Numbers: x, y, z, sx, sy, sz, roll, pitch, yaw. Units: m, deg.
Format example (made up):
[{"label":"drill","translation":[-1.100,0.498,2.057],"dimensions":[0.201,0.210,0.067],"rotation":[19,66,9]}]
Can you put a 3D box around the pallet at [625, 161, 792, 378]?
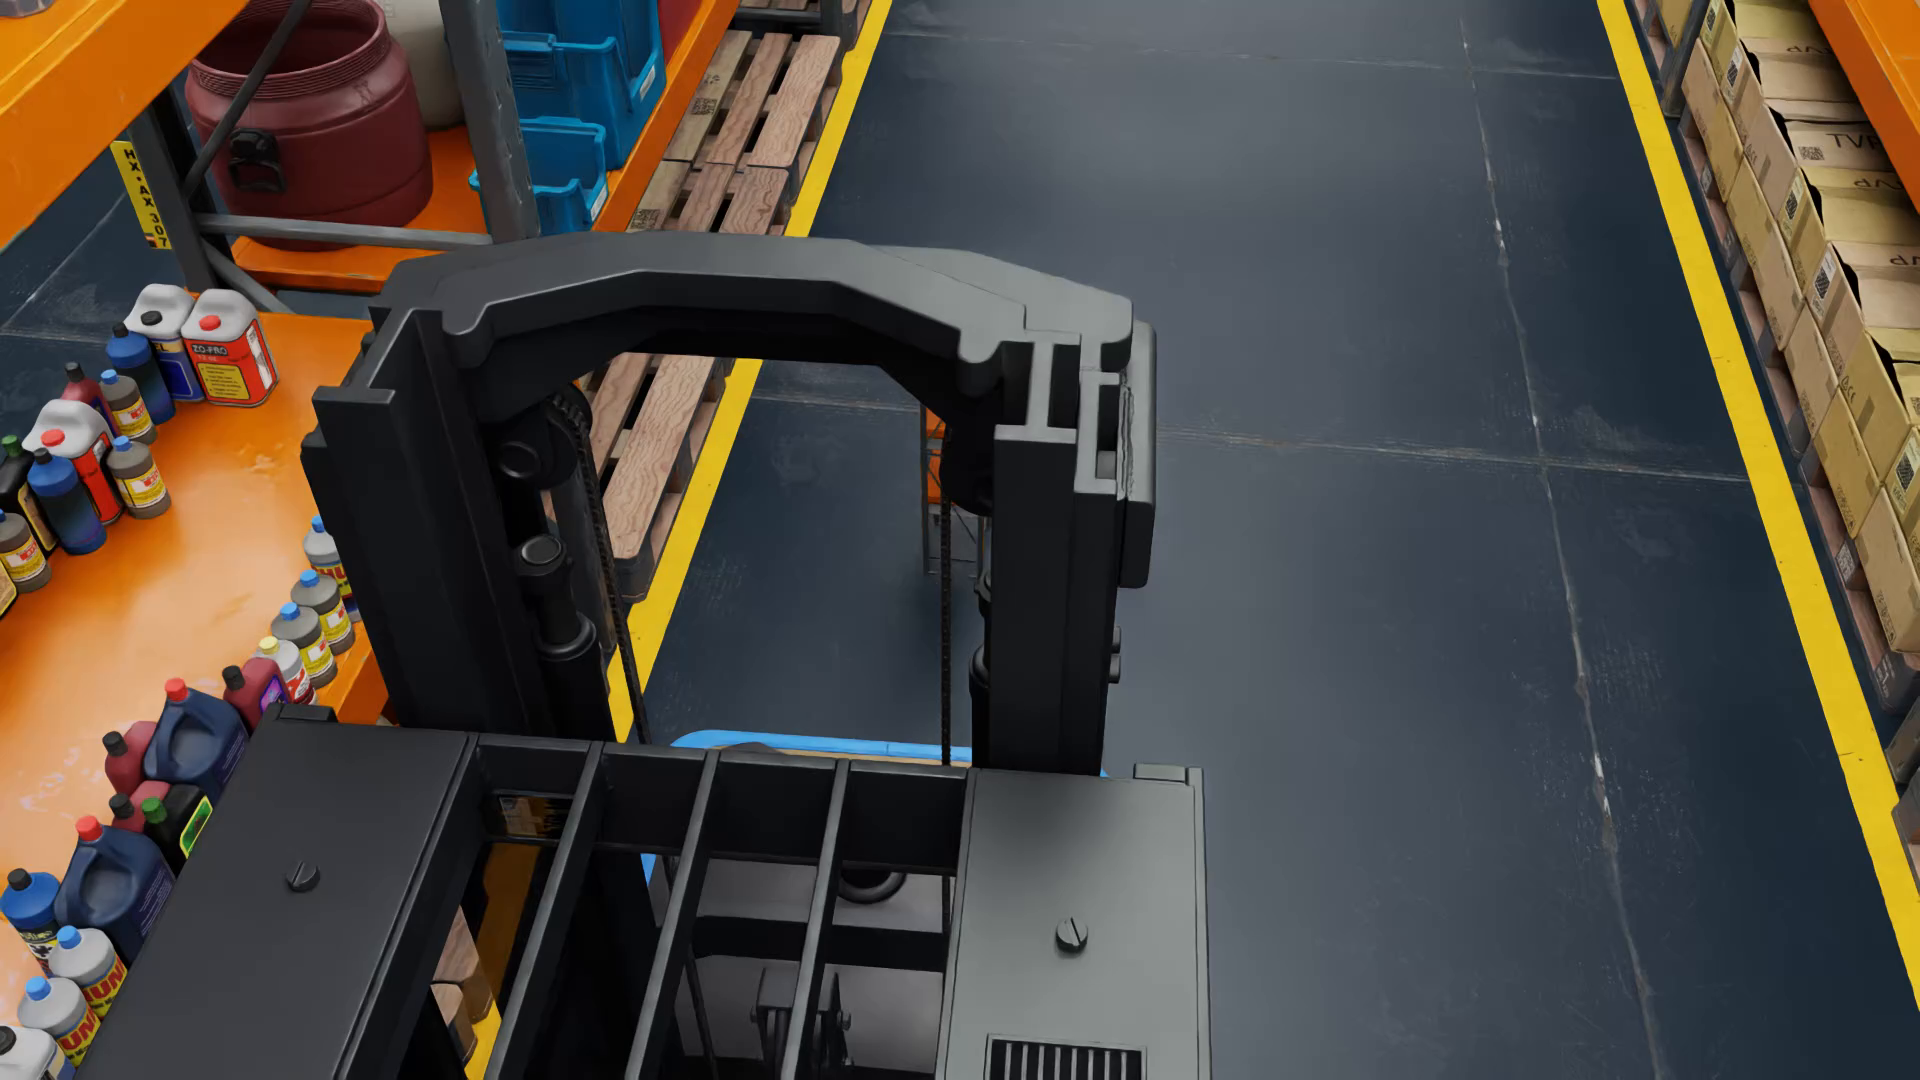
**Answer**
[{"label":"pallet","translation":[-1.304,-1.147,6.808],"dimensions":[1.003,0.211,1.213],"rotation":[5,44,6]}]

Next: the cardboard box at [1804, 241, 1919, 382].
[{"label":"cardboard box","translation":[3.257,-0.789,5.688],"dimensions":[0.500,0.311,0.500],"rotation":[5,44,5]}]

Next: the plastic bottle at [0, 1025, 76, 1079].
[{"label":"plastic bottle","translation":[-1.546,0.895,2.713],"dimensions":[0.152,0.276,0.135],"rotation":[5,44,6]}]

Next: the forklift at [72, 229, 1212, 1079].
[{"label":"forklift","translation":[-0.293,1.176,2.376],"dimensions":[1.130,2.935,3.031],"rotation":[4,44,4]}]

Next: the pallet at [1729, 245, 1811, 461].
[{"label":"pallet","translation":[3.612,-0.727,6.365],"dimensions":[1.003,0.211,1.213],"rotation":[5,44,6]}]

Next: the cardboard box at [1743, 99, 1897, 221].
[{"label":"cardboard box","translation":[3.389,-1.484,6.423],"dimensions":[0.500,0.311,0.500],"rotation":[4,44,4]}]

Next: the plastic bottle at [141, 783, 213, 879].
[{"label":"plastic bottle","translation":[-1.433,0.547,3.076],"dimensions":[0.061,0.283,0.133],"rotation":[5,44,6]}]

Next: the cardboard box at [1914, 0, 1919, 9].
[{"label":"cardboard box","translation":[3.576,-1.893,5.495],"dimensions":[0.500,0.500,0.500],"rotation":[5,44,6]}]

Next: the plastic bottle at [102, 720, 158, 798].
[{"label":"plastic bottle","translation":[-1.558,0.443,3.186],"dimensions":[0.061,0.283,0.133],"rotation":[5,44,6]}]

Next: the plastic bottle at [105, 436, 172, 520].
[{"label":"plastic bottle","translation":[-1.921,-0.154,3.876],"dimensions":[0.097,0.201,0.097],"rotation":[0,43,0]}]

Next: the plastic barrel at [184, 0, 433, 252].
[{"label":"plastic barrel","translation":[-1.848,-1.199,4.736],"dimensions":[0.600,0.536,0.708],"rotation":[5,44,6]}]

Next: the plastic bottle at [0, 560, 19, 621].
[{"label":"plastic bottle","translation":[-2.141,0.062,3.588],"dimensions":[0.061,0.283,0.133],"rotation":[5,44,6]}]

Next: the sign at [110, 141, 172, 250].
[{"label":"sign","translation":[-2.155,-0.910,4.411],"dimensions":[0.100,0.325,0.005],"rotation":[5,44,6]}]

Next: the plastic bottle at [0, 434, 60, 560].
[{"label":"plastic bottle","translation":[-2.111,-0.096,3.754],"dimensions":[0.061,0.283,0.133],"rotation":[5,44,6]}]

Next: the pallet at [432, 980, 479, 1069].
[{"label":"pallet","translation":[-1.835,1.577,3.931],"dimensions":[1.003,0.211,1.213],"rotation":[5,44,6]}]

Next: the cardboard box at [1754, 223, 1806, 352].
[{"label":"cardboard box","translation":[3.328,-0.933,6.248],"dimensions":[0.500,0.250,0.500],"rotation":[6,44,6]}]

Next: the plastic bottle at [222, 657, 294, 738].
[{"label":"plastic bottle","translation":[-1.391,0.330,3.305],"dimensions":[0.061,0.283,0.133],"rotation":[5,44,6]}]

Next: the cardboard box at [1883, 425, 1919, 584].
[{"label":"cardboard box","translation":[3.126,-0.090,4.950],"dimensions":[0.500,0.311,0.500],"rotation":[6,44,7]}]

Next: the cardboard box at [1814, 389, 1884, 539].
[{"label":"cardboard box","translation":[3.193,-0.240,5.516],"dimensions":[0.500,0.250,0.500],"rotation":[5,44,5]}]

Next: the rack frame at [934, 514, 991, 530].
[{"label":"rack frame","translation":[0.009,-0.428,5.438],"dimensions":[0.200,1.050,0.008],"rotation":[5,44,6]}]

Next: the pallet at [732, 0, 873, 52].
[{"label":"pallet","translation":[-0.950,-2.973,8.737],"dimensions":[1.003,0.211,1.213],"rotation":[5,44,6]}]

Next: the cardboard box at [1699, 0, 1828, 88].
[{"label":"cardboard box","translation":[3.528,-2.178,7.155],"dimensions":[0.500,0.311,0.500],"rotation":[5,44,6]}]

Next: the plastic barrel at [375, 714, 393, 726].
[{"label":"plastic barrel","translation":[-1.643,0.673,4.362],"dimensions":[0.421,0.512,0.421],"rotation":[0,43,0]}]

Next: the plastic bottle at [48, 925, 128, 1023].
[{"label":"plastic bottle","translation":[-1.490,0.754,2.866],"dimensions":[0.097,0.271,0.097],"rotation":[0,43,0]}]

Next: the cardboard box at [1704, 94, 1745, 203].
[{"label":"cardboard box","translation":[3.462,-1.633,6.987],"dimensions":[0.500,0.250,0.500],"rotation":[6,44,7]}]

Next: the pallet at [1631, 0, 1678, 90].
[{"label":"pallet","translation":[3.976,-2.605,8.348],"dimensions":[1.003,0.211,1.213],"rotation":[5,44,6]}]

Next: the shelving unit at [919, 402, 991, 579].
[{"label":"shelving unit","translation":[-0.007,-0.345,5.351],"dimensions":[0.215,1.050,0.252],"rotation":[5,44,6]}]

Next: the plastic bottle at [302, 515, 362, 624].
[{"label":"plastic bottle","translation":[-1.355,0.055,3.604],"dimensions":[0.097,0.271,0.097],"rotation":[0,43,0]}]

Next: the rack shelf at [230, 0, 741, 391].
[{"label":"rack shelf","translation":[-1.344,-1.908,6.106],"dimensions":[1.077,0.370,4.000],"rotation":[5,44,6]}]

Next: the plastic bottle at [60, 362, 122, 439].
[{"label":"plastic bottle","translation":[-2.075,-0.278,3.947],"dimensions":[0.061,0.283,0.133],"rotation":[5,44,6]}]

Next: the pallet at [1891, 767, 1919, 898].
[{"label":"pallet","translation":[3.164,1.165,4.366],"dimensions":[1.003,0.211,1.213],"rotation":[5,44,6]}]

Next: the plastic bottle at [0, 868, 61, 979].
[{"label":"plastic bottle","translation":[-1.620,0.675,2.950],"dimensions":[0.097,0.271,0.097],"rotation":[0,43,0]}]

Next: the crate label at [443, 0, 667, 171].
[{"label":"crate label","translation":[-1.209,-1.471,5.097],"dimensions":[0.502,0.435,0.616],"rotation":[5,44,6]}]

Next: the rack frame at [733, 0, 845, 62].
[{"label":"rack frame","translation":[-1.080,-3.532,7.299],"dimensions":[1.000,3.000,0.127],"rotation":[5,44,6]}]

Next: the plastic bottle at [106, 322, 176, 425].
[{"label":"plastic bottle","translation":[-2.029,-0.417,4.103],"dimensions":[0.097,0.271,0.097],"rotation":[0,43,0]}]

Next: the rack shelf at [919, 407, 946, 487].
[{"label":"rack shelf","translation":[-0.007,-0.337,5.358],"dimensions":[0.215,0.259,0.240],"rotation":[5,44,6]}]

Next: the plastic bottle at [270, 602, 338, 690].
[{"label":"plastic bottle","translation":[-1.380,0.213,3.488],"dimensions":[0.097,0.201,0.097],"rotation":[0,43,0]}]

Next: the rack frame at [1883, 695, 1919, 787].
[{"label":"rack frame","translation":[3.301,-0.353,3.941],"dimensions":[1.000,3.000,0.127],"rotation":[5,44,6]}]
